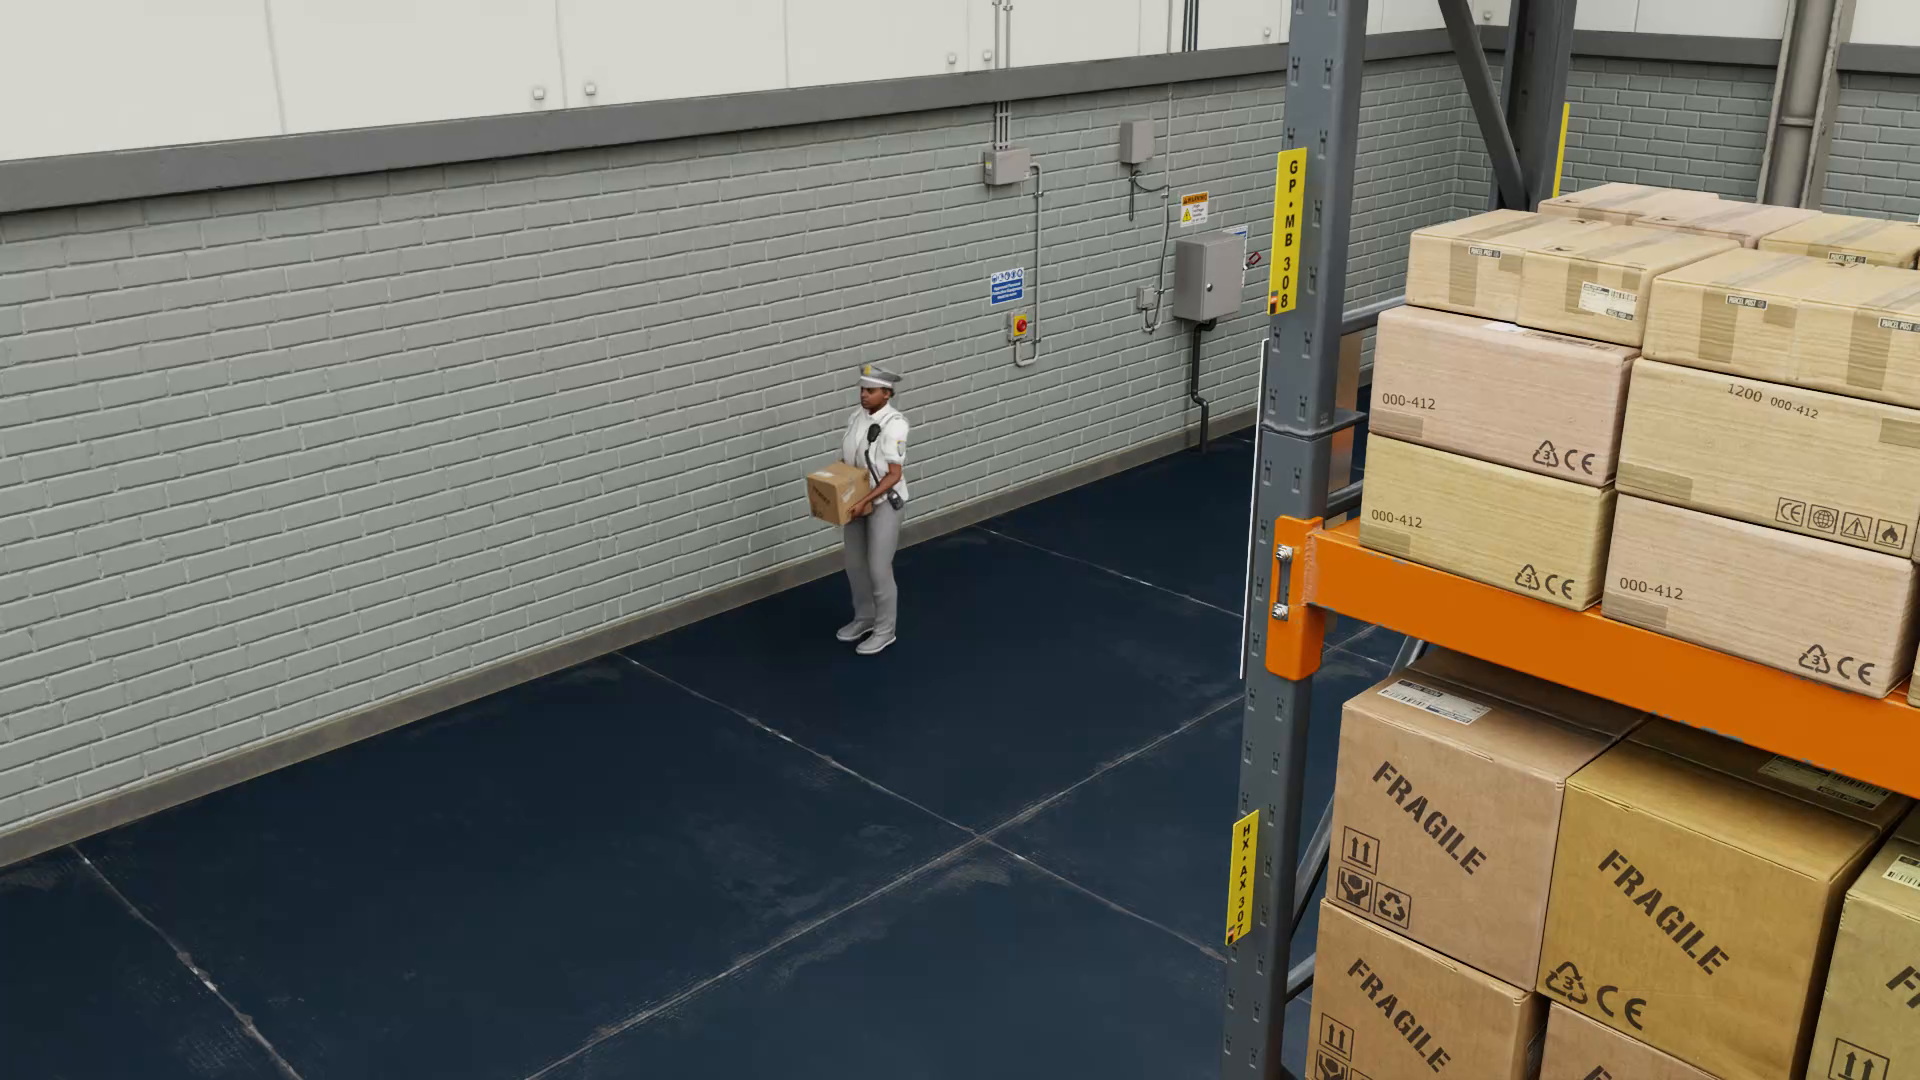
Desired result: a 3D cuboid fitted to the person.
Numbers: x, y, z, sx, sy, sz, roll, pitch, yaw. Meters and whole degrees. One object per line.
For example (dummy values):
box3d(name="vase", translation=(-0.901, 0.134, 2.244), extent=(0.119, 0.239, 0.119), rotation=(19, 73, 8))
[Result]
box3d(name="person", translation=(-0.549, -0.184, 9.520), extent=(0.464, 1.692, 0.507), rotation=(19, 28, 41))
